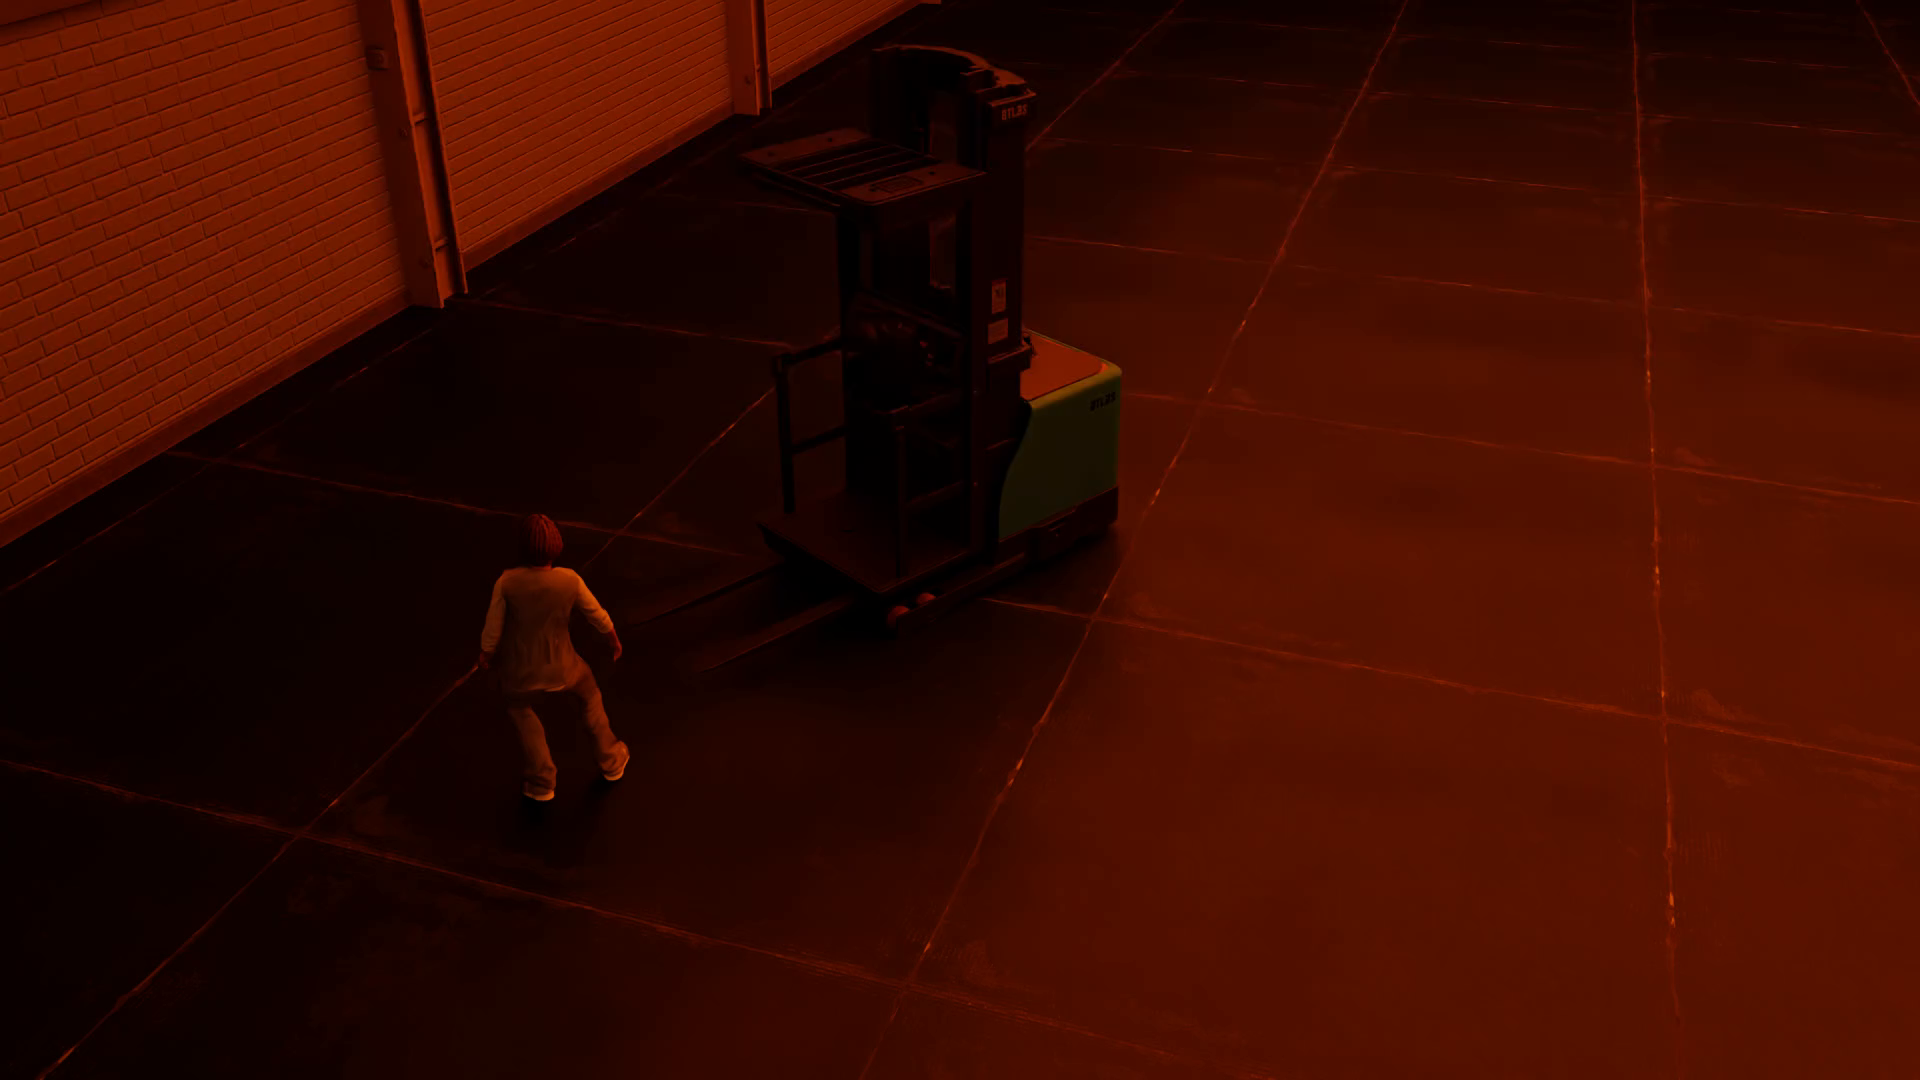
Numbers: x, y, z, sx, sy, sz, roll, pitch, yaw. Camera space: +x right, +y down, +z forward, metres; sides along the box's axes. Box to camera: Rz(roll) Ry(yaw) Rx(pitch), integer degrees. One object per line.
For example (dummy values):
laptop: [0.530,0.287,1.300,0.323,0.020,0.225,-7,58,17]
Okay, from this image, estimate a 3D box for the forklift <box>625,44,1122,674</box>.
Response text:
forklift: [-0.459,-1.034,8.951,3.031,2.935,1.130,-25,38,-36]

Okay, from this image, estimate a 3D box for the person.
person: [-1.871,0.525,7.632,0.647,1.515,0.449,-9,31,-15]
